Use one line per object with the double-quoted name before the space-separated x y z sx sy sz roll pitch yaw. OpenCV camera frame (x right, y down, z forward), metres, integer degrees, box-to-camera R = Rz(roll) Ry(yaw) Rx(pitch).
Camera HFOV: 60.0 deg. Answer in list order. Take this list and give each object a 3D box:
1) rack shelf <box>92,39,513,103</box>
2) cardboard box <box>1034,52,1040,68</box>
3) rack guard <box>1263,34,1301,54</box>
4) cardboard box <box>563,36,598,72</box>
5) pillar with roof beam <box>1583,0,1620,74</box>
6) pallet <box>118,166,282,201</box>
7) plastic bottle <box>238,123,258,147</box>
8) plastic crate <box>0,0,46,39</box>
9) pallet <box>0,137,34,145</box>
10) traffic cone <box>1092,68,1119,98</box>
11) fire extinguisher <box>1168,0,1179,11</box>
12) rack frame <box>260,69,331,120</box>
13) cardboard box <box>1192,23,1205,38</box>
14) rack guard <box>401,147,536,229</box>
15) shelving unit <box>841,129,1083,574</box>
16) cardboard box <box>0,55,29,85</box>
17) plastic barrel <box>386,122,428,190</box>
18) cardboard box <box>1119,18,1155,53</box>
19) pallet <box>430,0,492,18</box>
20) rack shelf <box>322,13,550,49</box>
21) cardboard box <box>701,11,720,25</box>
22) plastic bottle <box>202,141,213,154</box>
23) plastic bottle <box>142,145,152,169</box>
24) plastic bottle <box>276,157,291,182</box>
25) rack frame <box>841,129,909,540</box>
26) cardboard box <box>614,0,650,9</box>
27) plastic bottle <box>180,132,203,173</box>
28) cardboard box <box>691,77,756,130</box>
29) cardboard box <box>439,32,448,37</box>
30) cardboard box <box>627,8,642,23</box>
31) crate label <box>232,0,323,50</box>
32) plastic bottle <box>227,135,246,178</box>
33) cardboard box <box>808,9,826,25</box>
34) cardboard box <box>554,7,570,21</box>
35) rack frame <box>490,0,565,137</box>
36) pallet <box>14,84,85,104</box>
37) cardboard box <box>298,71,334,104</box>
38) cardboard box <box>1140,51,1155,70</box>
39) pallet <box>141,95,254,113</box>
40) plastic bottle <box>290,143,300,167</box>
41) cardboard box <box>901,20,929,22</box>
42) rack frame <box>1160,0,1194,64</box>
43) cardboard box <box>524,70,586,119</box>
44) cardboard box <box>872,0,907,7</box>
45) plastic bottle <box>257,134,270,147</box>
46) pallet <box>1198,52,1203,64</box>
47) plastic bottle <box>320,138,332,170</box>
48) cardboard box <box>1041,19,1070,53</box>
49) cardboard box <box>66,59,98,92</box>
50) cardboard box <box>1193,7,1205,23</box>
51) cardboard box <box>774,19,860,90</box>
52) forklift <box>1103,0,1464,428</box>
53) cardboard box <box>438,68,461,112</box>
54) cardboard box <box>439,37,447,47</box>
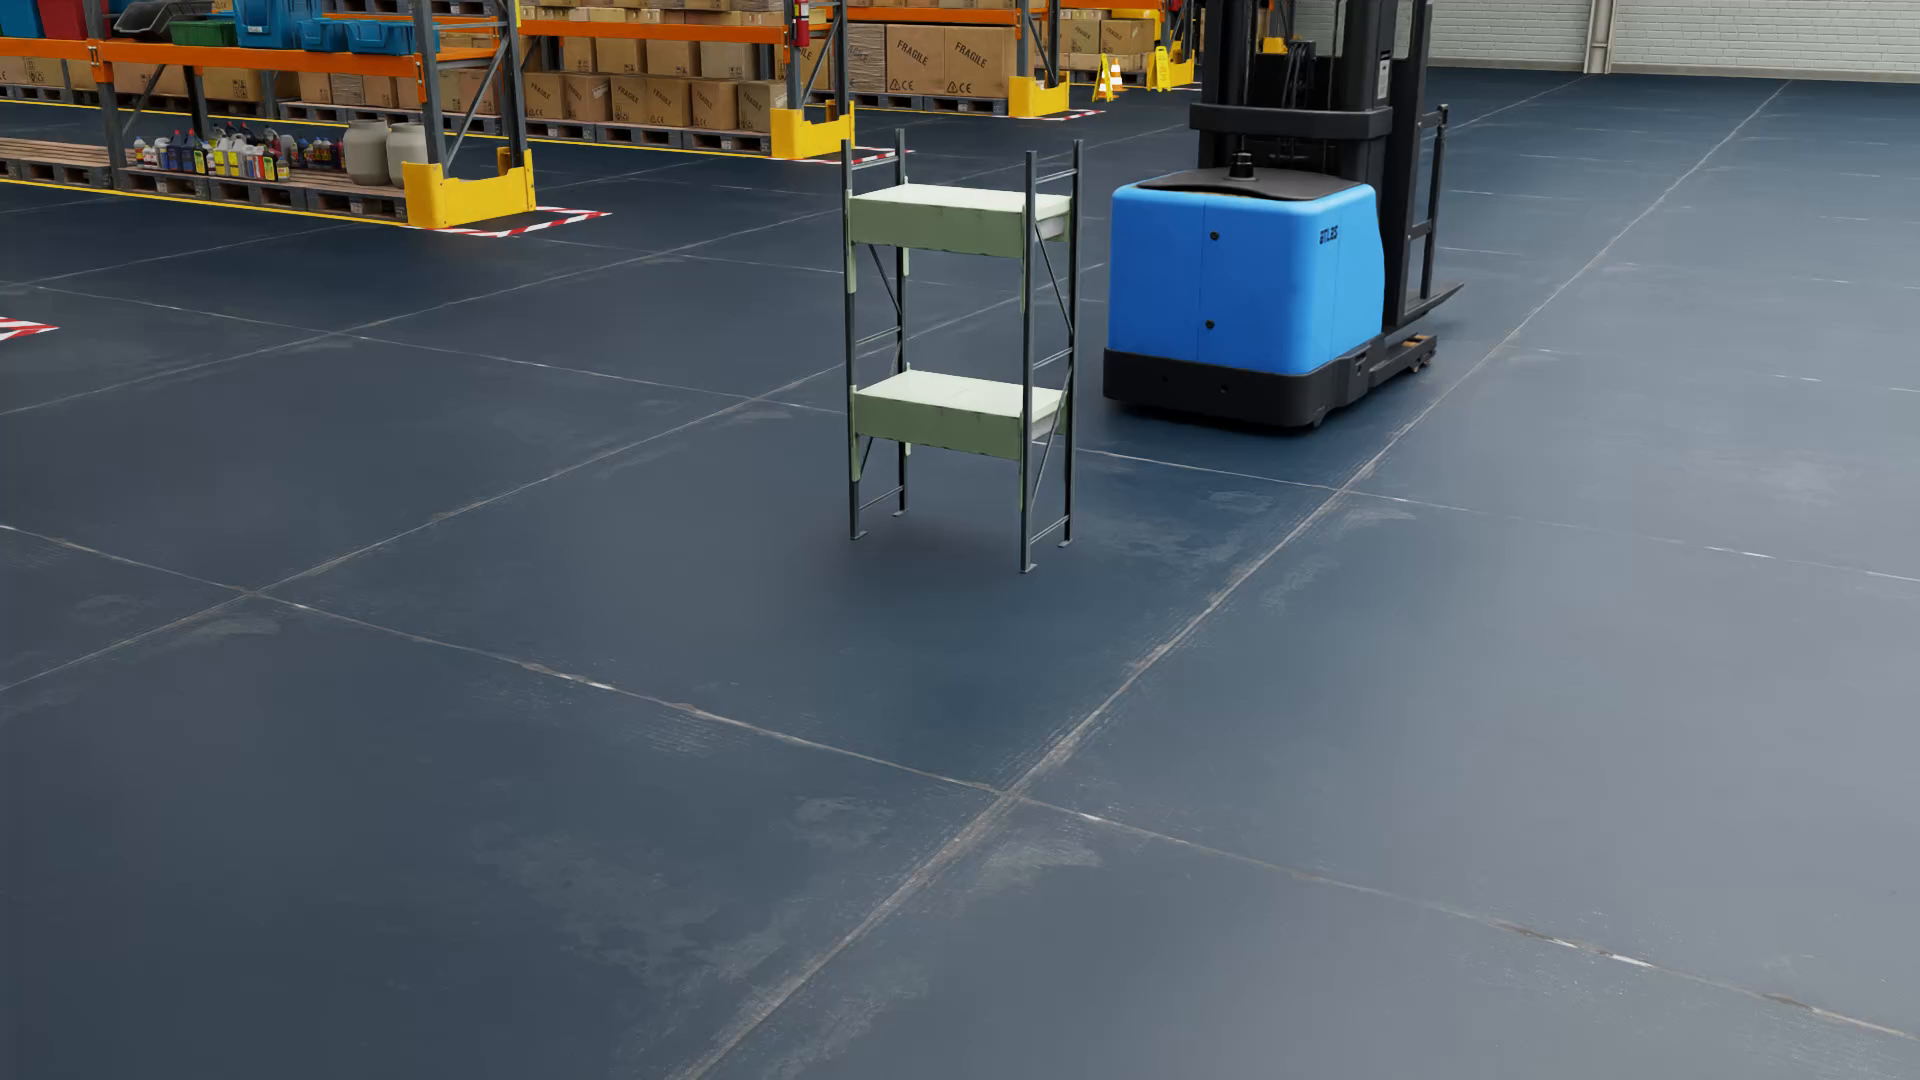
"rack shelf" -5.655 -4.061 14.216 4.000 0.370 1.077 11 23 27
"cardboard box" 1.167 -7.710 26.636 0.500 0.250 0.500 10 22 27
"rack guard" 5.778 -8.790 29.865 0.348 0.500 1.175 11 23 27
"cardboard box" -5.482 -7.343 24.892 0.750 0.750 1.050 10 22 27
"pillar with roof beam" 8.728 -10.894 23.201 0.400 9.000 9.100 11 23 27
"pallet" -6.835 -3.297 15.143 1.213 0.211 1.003 11 23 27
"plastic bottle" -6.530 -3.640 15.240 0.185 0.351 0.144 10 22 25
"plastic crate" -8.515 -4.815 15.263 0.575 0.384 0.392 11 23 27
"pallet" -10.235 -3.945 16.932 1.213 0.211 1.003 11 23 27
"traffic cone" 2.091 -6.599 23.878 0.334 0.463 0.336 11 23 27
"fire extinguisher" 3.215 -8.298 24.957 0.183 0.674 0.296 11 23 27
"rack frame" -8.477 -6.871 20.909 0.127 3.000 1.000 11 23 27
"cardboard box" 4.286 -9.263 30.186 0.500 0.250 0.500 10 22 26
"rack guard" -3.998 -2.890 13.599 0.348 0.500 1.175 11 23 27
"shelving unit" 0.006 -0.704 6.106 0.755 1.500 0.431 11 23 27
"cardboard box" -13.292 -7.018 23.814 0.875 0.875 0.875 11 23 27
"plastic barrel" -4.520 -3.181 13.768 0.421 0.512 0.421 0 20 0
"cardboard box" 2.750 -7.969 26.251 0.500 0.500 0.500 10 22 26
"pallet" -5.581 -6.286 19.577 1.213 0.211 1.003 11 23 27
"rack shelf" -6.731 -6.200 20.114 4.000 0.370 1.077 11 23 27
"cardboard box" -2.515 -5.523 17.560 0.250 0.149 0.380 11 23 27
"plastic bottle" -6.587 -3.353 14.566 0.097 0.271 0.097 0 20 0
"plastic bottle" -7.248 -3.422 14.860 0.097 0.201 0.097 0 20 0
"plastic bottle" -5.726 -3.133 14.060 0.097 0.201 0.097 0 20 0
"rack frame" -0.314 -0.765 6.274 0.023 1.500 0.400 11 23 27
"cardboard box" -3.301 -6.057 18.082 0.500 0.500 0.875 11 23 27
"plastic bottle" -6.734 -3.404 14.589 0.185 0.351 0.144 10 22 25
"cardboard box" -2.569 -4.761 18.142 0.500 0.500 0.500 18 27 41
"cardboard box" -8.037 -7.996 25.958 0.500 0.250 0.500 12 23 29
"cardboard box" -3.388 -5.689 18.018 0.250 0.149 0.380 11 23 27
"crate label" -5.647 -4.308 13.792 0.616 0.435 0.502 11 23 27
"plastic bottle" -6.200 -3.302 14.309 0.185 0.351 0.144 12 23 30
"cardboard box" -1.626 -5.541 17.610 0.250 0.149 0.380 11 23 27
"cardboard box" -4.278 -5.845 18.448 0.250 0.149 0.380 11 23 27
"rack frame" -4.985 -6.206 19.075 0.127 3.000 1.000 11 23 27
"pallet" -12.595 -6.375 23.631 1.213 0.211 1.003 11 23 27
"cardboard box" -7.883 -5.797 20.969 0.500 0.500 0.700 10 22 24
"cardboard box" 2.771 -7.612 26.368 0.500 0.250 0.500 11 22 27
"pallet" -10.190 -5.917 22.368 1.213 0.211 1.003 11 23 27
"plastic bottle" -5.992 -3.476 15.008 0.097 0.201 0.097 0 20 0
"cardboard box" -0.689 -10.273 33.153 0.625 0.625 0.875 12 23 29
"rack frame" 3.340 -8.491 25.374 0.127 3.000 1.000 11 23 27
"cardboard box" -4.655 -5.150 19.213 0.500 0.500 0.500 10 22 26
"cardboard box" -0.733 -7.411 22.176 0.500 0.550 0.875 11 23 27
"plastic bottle" -6.276 -3.520 15.007 0.133 0.283 0.061 11 23 27
"pallet" 5.069 -8.773 30.241 1.213 0.211 1.003 11 23 27
"plastic bottle" -5.639 -3.442 14.810 0.097 0.271 0.097 0 20 0
"cardboard box" 1.619 -7.976 26.270 0.500 0.500 0.500 10 22 26
"cardboard box" -11.401 -6.634 22.756 0.875 0.875 1.225 11 23 27
"cardboard box" 4.309 -9.492 30.084 0.500 0.250 0.500 11 23 28
"cardboard box" -1.963 -6.739 23.044 0.875 0.875 0.875 11 23 28
"forklift" 1.917 -2.341 8.521 1.130 2.935 3.031 12 23 31
"cardboard box" -5.918 -5.431 19.959 0.500 0.500 0.700 11 22 27
"cardboard box" -8.020 -7.646 26.095 0.500 0.500 0.500 11 23 28
